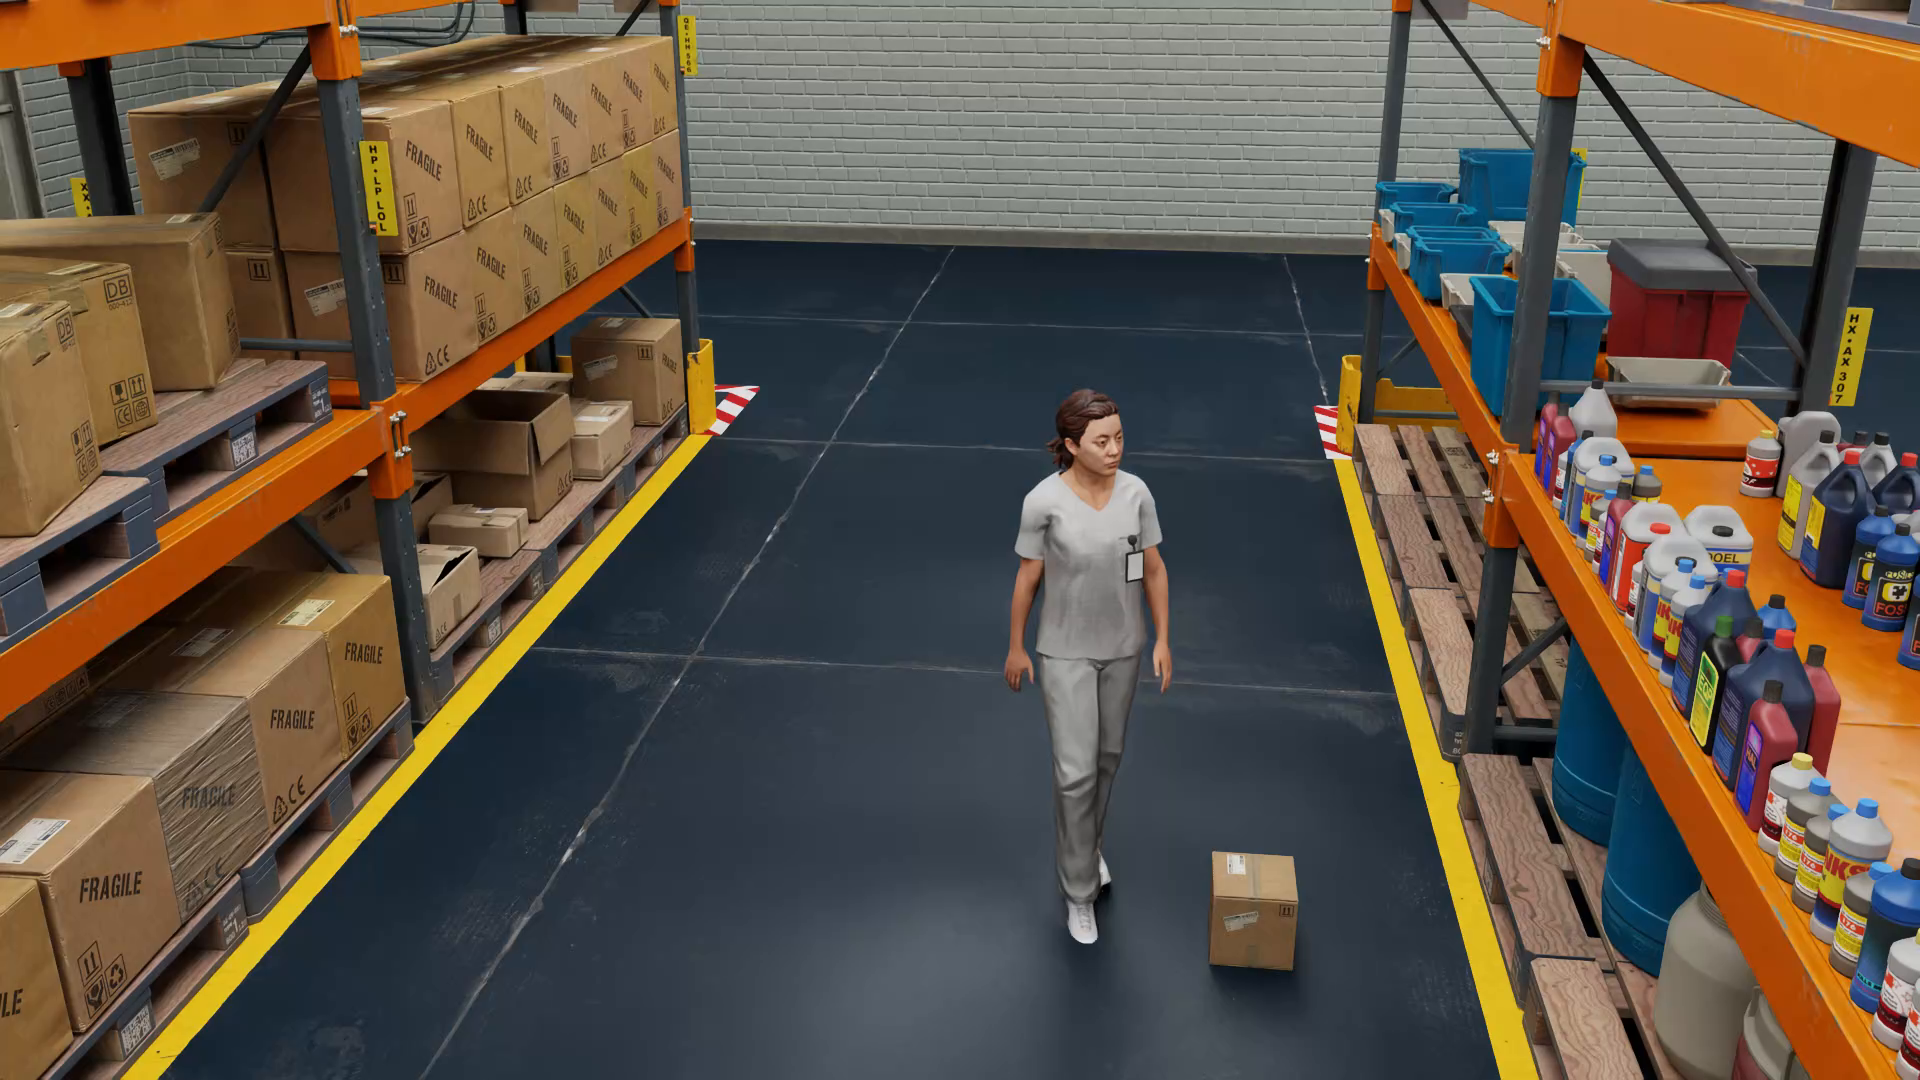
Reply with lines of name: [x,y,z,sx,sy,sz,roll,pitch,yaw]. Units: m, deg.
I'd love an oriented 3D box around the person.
person: [0.424,0.399,5.132,0.492,1.731,0.567,-7,22,-18]
